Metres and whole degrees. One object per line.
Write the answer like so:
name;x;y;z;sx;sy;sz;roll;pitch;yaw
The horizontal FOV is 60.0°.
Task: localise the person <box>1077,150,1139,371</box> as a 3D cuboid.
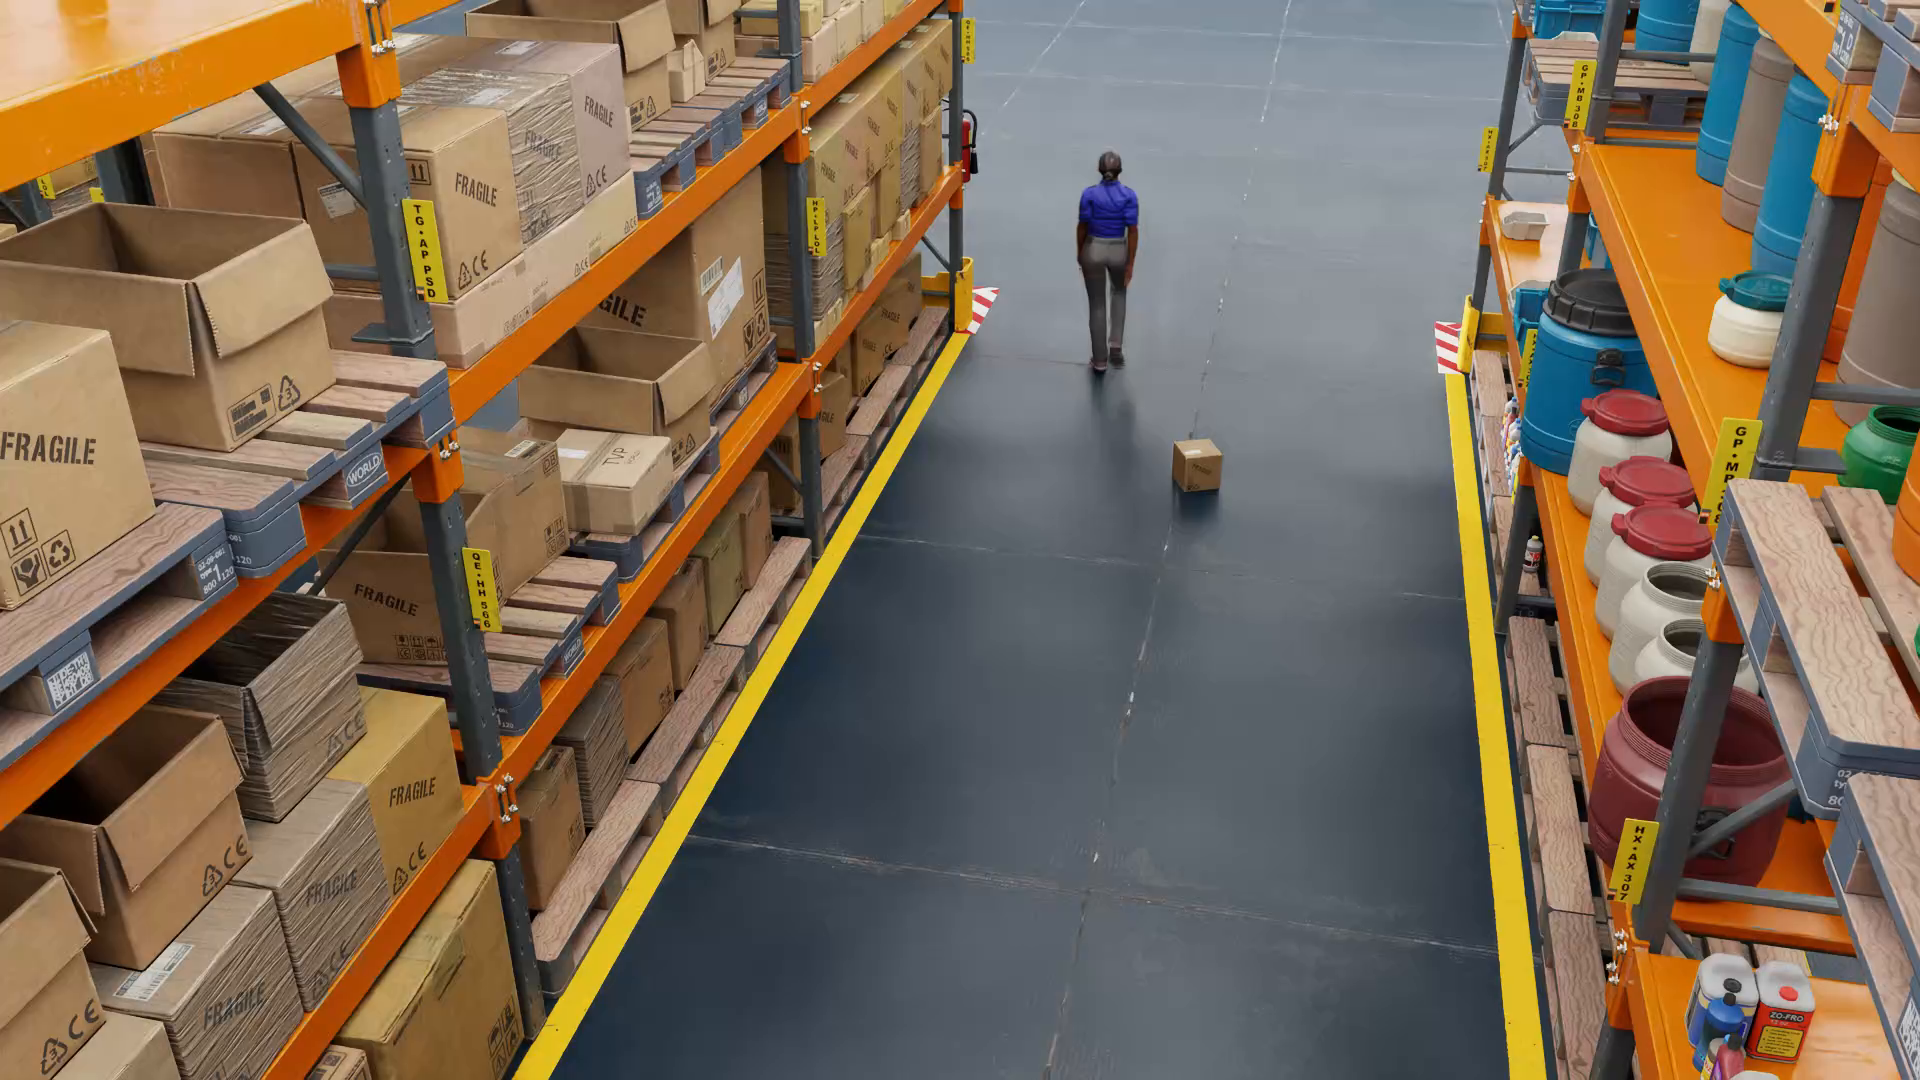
person;1.085;-2.065;12.390;0.435;1.722;0.528;-1;29;-2
